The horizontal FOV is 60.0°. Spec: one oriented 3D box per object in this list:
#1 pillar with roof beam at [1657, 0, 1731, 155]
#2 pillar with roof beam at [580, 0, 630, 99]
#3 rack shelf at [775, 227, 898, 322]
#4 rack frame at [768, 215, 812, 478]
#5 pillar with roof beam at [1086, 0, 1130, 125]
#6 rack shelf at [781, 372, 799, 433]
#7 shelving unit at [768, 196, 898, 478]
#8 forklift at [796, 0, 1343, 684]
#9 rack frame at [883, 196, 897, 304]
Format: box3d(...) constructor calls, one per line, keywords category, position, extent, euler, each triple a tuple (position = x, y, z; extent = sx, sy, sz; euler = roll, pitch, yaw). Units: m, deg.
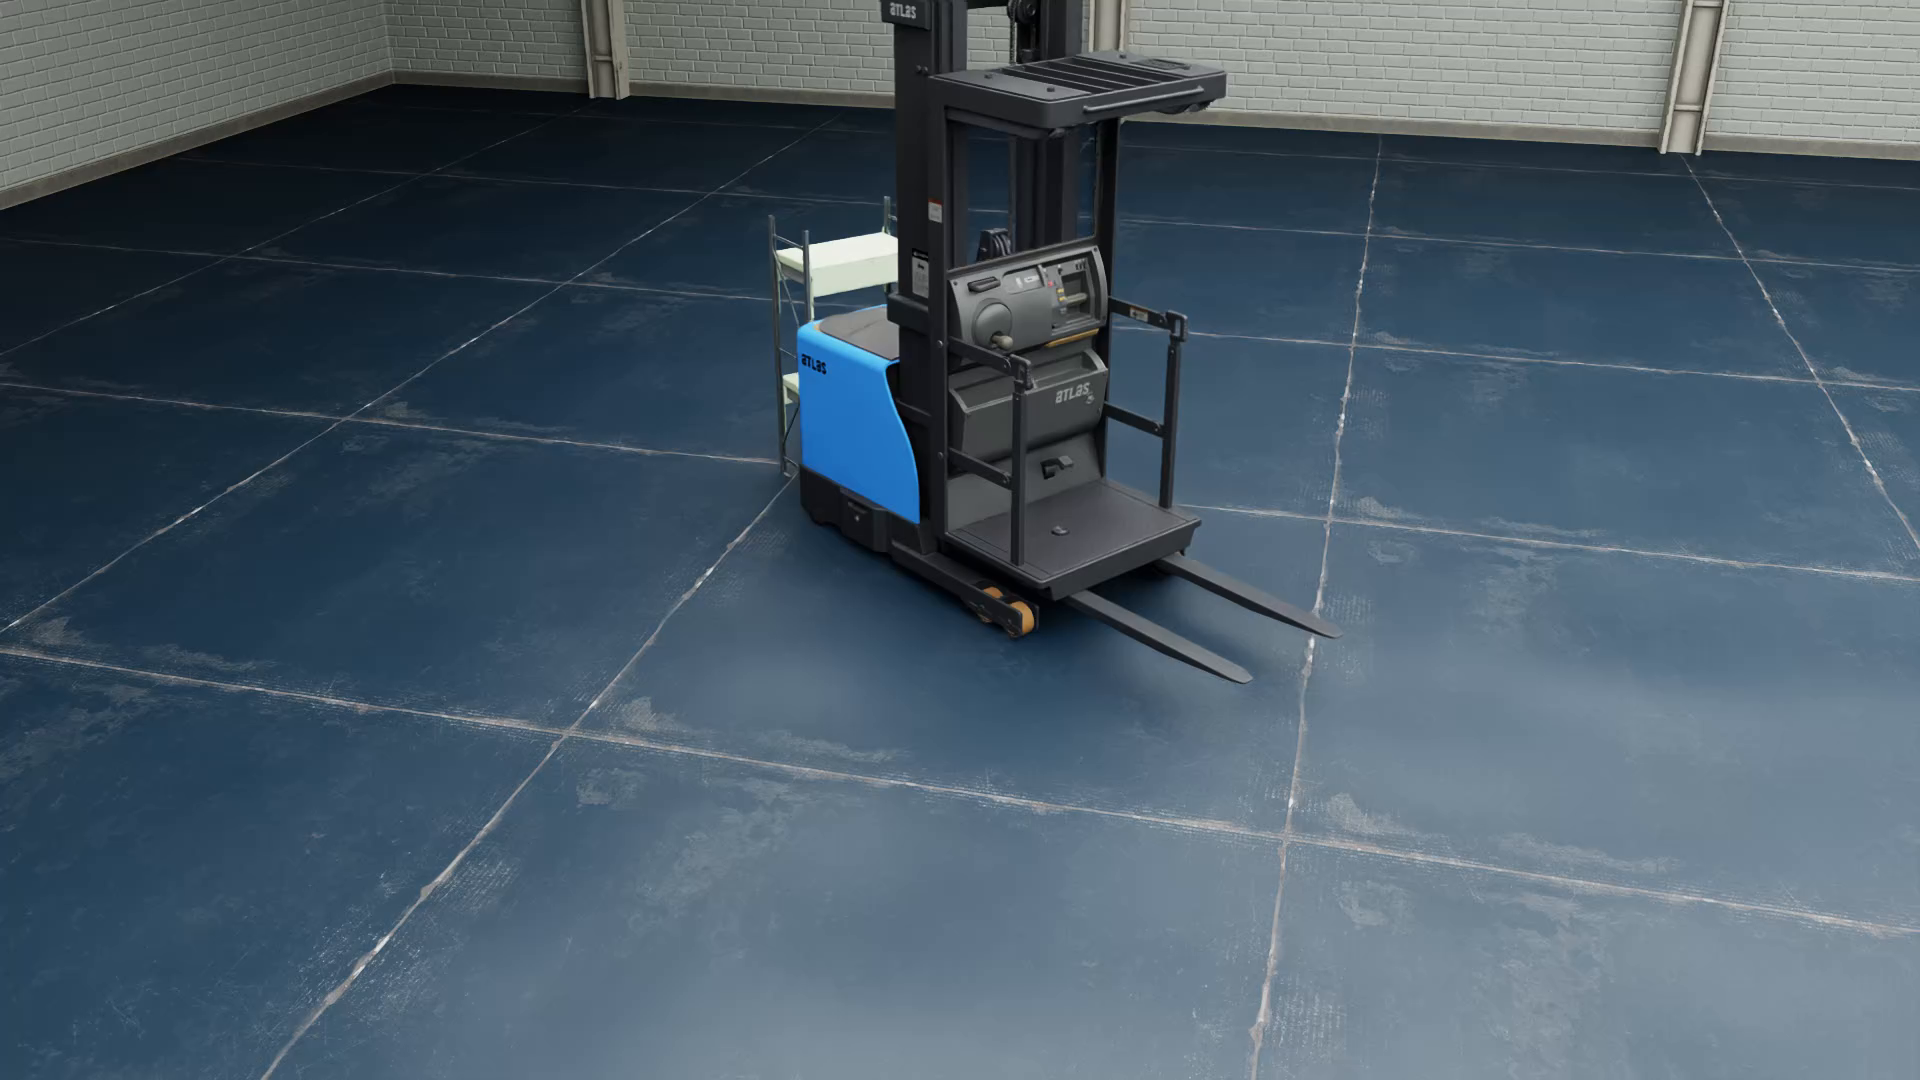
box3d(category="pillar with roof beam", position=(6.363, -6.297, 11.508), extent=(0.400, 9.000, 9.100), euler=(6, 26, 13))
box3d(category="pillar with roof beam", position=(-5.259, -7.582, 14.206), extent=(0.400, 9.000, 9.100), euler=(6, 26, 13))
box3d(category="rack shelf", position=(-0.607, -1.436, 9.113), extent=(0.720, 0.370, 0.431), euler=(-17, 30, -31))
box3d(category="rack frame", position=(-0.908, -0.994, 9.092), extent=(0.023, 1.500, 0.400), euler=(-17, 30, -31))
box3d(category="pillar with roof beam", position=(0.552, -6.939, 12.857), extent=(0.400, 9.000, 9.100), euler=(6, 26, 13))
box3d(category="rack shelf", position=(-0.607, -0.789, 9.421), extent=(0.720, 0.370, 0.431), euler=(-17, 30, -31))
box3d(category="shelving unit", position=(-0.607, -1.083, 9.281), extent=(0.755, 1.500, 0.431), euler=(-17, 30, -31))
box3d(category="forklift", position=(0.471, -1.112, 7.676), extent=(1.130, 2.935, 3.031), euler=(-20, 32, -36))
box3d(category="rack frame", position=(-0.307, -1.173, 9.469), extent=(0.023, 1.500, 0.400), euler=(-17, 30, -31))
